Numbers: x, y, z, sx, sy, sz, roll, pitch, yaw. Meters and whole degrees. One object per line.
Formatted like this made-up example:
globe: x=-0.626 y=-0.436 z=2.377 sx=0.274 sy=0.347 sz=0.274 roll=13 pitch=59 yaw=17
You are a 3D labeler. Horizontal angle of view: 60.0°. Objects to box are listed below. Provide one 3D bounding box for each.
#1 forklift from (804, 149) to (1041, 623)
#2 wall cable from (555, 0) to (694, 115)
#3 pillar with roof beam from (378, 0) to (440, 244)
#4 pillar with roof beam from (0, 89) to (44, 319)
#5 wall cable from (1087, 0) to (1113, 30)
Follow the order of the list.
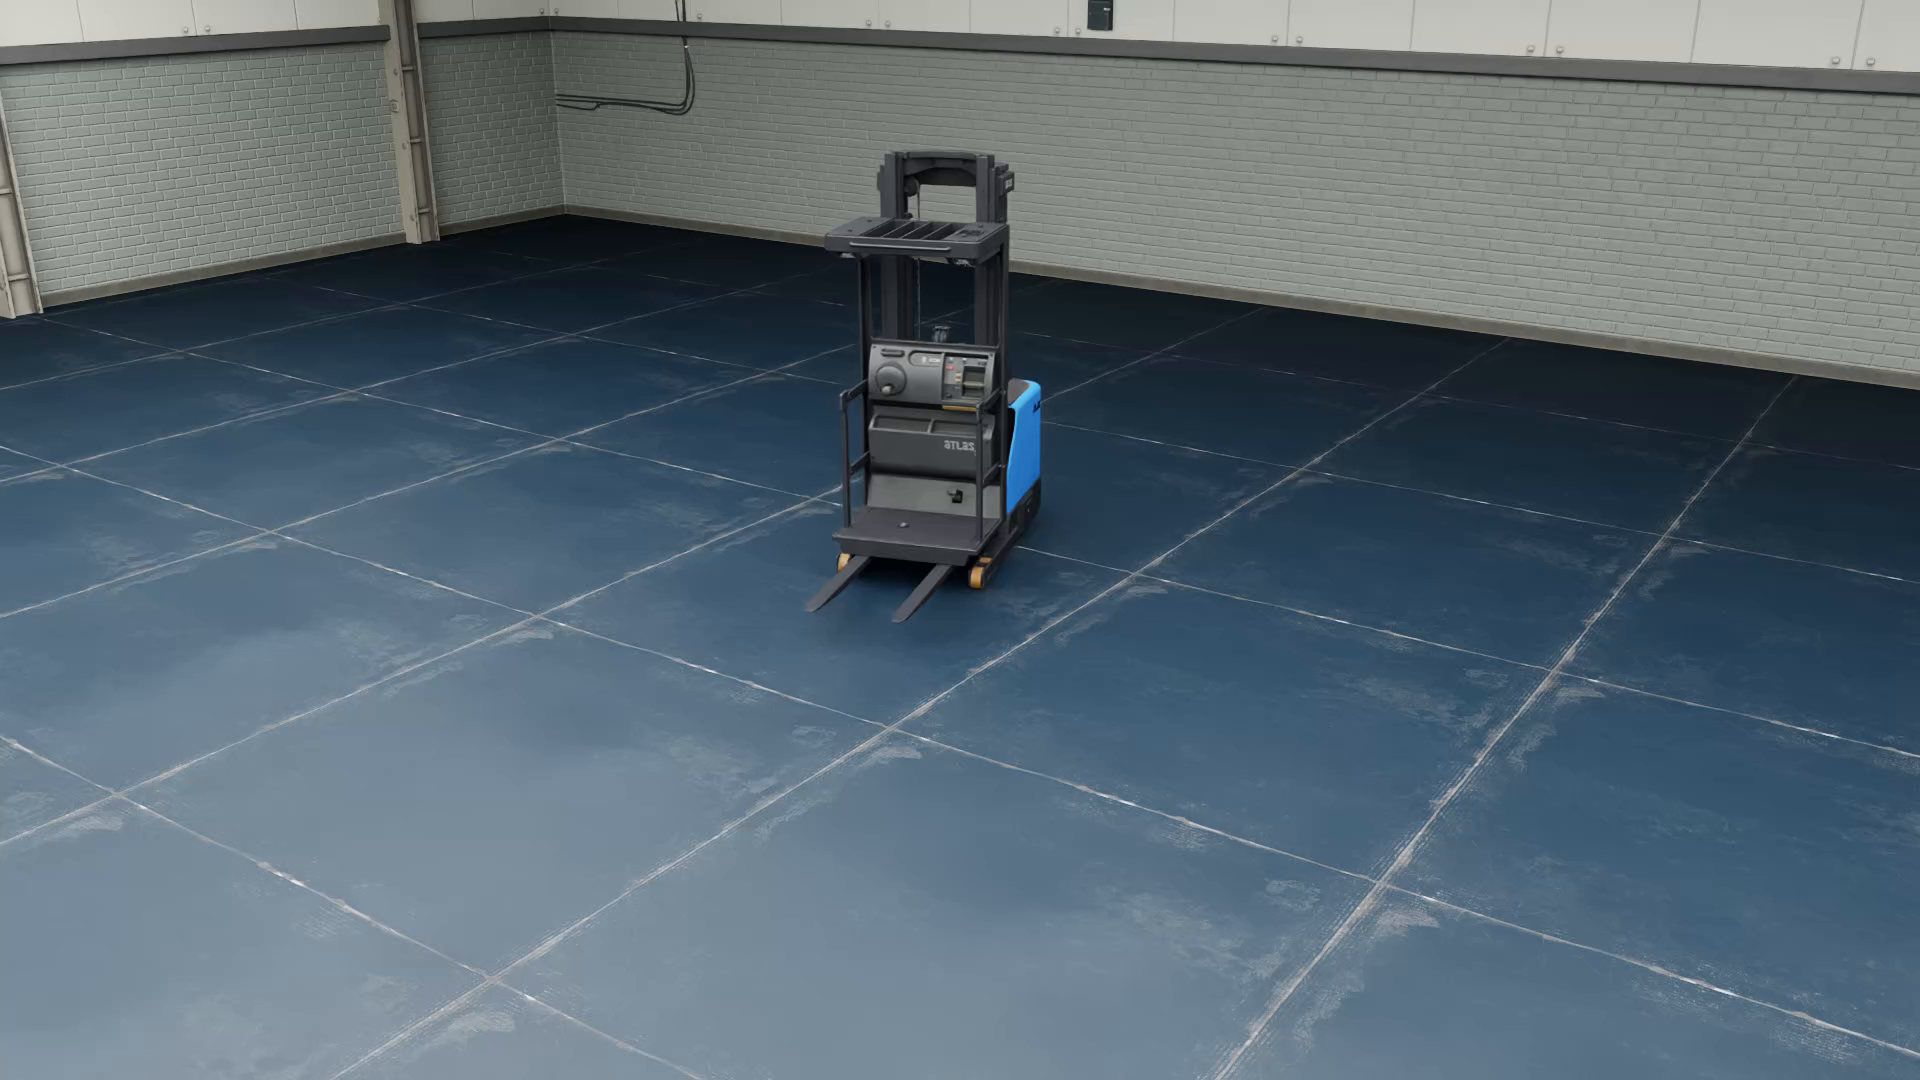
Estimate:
forklift: x=-0.264 y=-1.174 z=11.714 sx=1.130 sy=2.935 sz=3.031 roll=6 pitch=21 yaw=16
wall cable: x=-5.272 y=-7.816 z=25.399 sx=3.097 sy=2.526 sz=0.112 roll=13 pitch=24 yaw=32
pillar with roof beam: x=-4.461 y=-7.845 z=21.003 sx=9.100 sy=9.000 sz=0.400 roll=13 pitch=24 yaw=32
pillar with roof beam: x=-7.834 y=-6.124 z=16.349 sx=9.100 sy=9.000 sz=0.400 roll=13 pitch=24 yaw=32
wall cable: x=2.571 y=-9.011 z=19.253 sx=2.305 sy=6.003 sz=0.169 roll=13 pitch=24 yaw=32
